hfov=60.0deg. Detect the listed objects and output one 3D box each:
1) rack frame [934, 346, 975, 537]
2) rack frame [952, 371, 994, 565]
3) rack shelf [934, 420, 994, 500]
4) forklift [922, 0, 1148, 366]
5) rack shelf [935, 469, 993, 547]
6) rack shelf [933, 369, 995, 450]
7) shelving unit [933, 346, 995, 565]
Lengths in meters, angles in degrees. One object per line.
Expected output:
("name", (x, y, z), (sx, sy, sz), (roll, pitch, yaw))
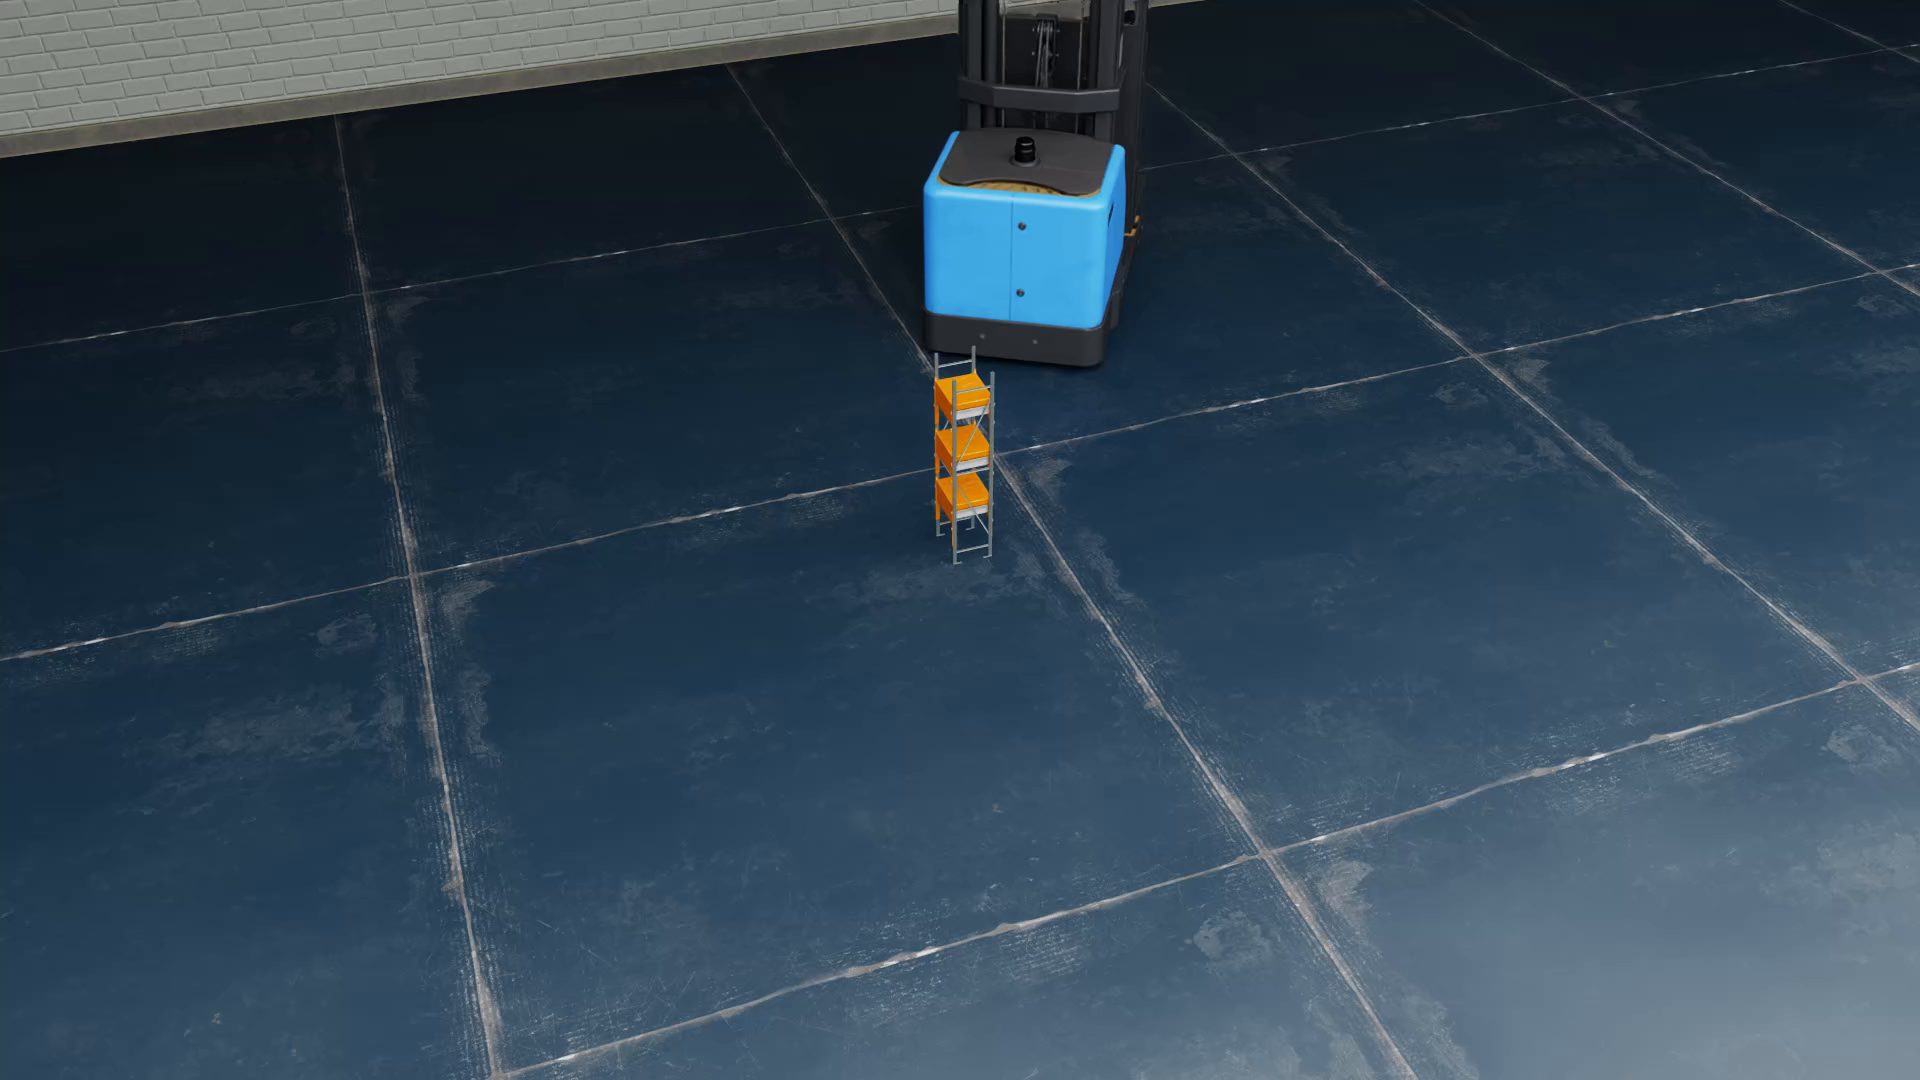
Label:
("rack frame", (-0.024, -0.458, 7.985), (0.200, 1.050, 0.008), (-12, 39, -16))
("rack frame", (0.060, -0.320, 7.803), (0.200, 1.050, 0.008), (-12, 39, -16))
("rack shelf", (0.018, -0.381, 7.900), (0.215, 0.259, 0.240), (-12, 39, -16))
("forklift", (0.582, -3.042, 9.852), (1.130, 2.935, 3.031), (7, 38, 9))
("rack shelf", (0.018, -0.159, 8.068), (0.215, 0.259, 0.240), (-12, 39, -16))
("rack shelf", (0.018, -0.607, 7.730), (0.215, 0.259, 0.240), (-12, 39, -16))
("shelving unit", (0.018, -0.389, 7.894), (0.215, 1.050, 0.252), (-12, 39, -16))
